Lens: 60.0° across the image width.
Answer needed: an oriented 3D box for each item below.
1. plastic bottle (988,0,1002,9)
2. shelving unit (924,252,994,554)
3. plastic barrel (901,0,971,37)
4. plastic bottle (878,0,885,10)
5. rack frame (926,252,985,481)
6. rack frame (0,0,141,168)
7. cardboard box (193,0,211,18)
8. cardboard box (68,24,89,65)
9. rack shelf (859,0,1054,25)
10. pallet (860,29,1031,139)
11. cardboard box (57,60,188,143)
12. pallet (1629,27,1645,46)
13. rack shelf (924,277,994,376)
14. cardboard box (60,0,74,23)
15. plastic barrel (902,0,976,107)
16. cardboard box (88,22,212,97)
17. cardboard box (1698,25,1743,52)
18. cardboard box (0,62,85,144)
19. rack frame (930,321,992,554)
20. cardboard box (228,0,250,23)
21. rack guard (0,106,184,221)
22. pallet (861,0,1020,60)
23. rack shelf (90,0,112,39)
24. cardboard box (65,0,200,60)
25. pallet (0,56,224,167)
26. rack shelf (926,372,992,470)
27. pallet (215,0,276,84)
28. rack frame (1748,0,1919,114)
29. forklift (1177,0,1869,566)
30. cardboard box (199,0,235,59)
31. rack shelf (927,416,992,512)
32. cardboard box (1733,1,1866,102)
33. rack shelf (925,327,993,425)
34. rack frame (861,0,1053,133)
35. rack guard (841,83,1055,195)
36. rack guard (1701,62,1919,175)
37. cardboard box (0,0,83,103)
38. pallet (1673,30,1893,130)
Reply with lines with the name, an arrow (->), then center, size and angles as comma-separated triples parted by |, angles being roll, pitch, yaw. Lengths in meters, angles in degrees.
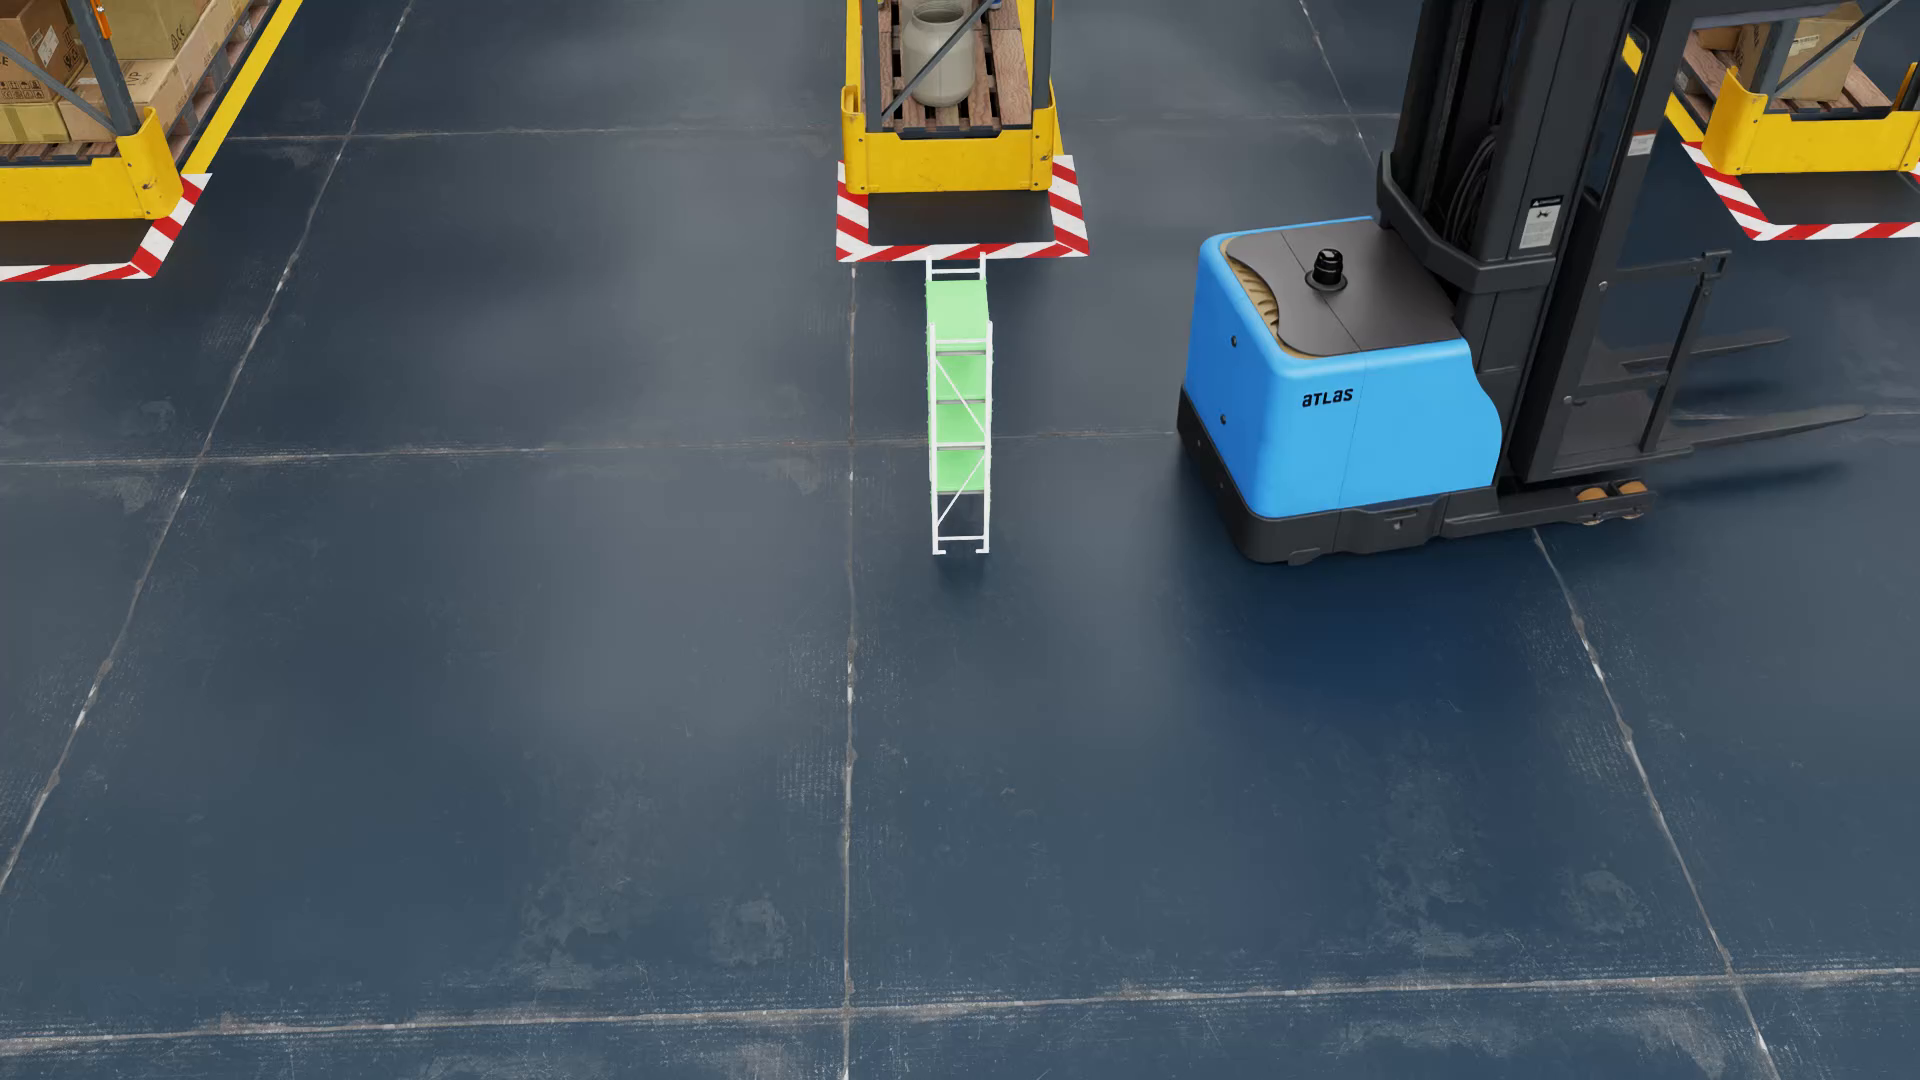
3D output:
plastic bottle -> 0.218, -3.525, 10.569 | 0.097, 0.271, 0.097 | 0, 43, 0
shelving unit -> -0.007, -0.554, 6.966 | 0.258, 1.200, 0.503 | -2, 43, -2
plastic barrel -> -0.142, -3.154, 10.001 | 0.421, 0.512, 0.421 | 0, 43, 0
plastic bottle -> -0.532, -3.494, 10.587 | 0.097, 0.201, 0.097 | 0, 43, 0
rack frame -> -0.017, -0.719, 7.146 | 0.240, 1.200, 0.015 | -2, 43, -2
rack frame -> -4.965, -2.996, 8.299 | 1.000, 3.000, 0.127 | -2, 43, -2
cardboard box -> -4.823, -3.457, 9.970 | 0.500, 0.500, 0.500 | -2, 43, -2
cardboard box -> -5.317, -2.828, 9.839 | 0.500, 0.250, 0.500 | -2, 43, -2
rack shelf -> -0.101, -4.221, 10.167 | 1.077, 0.370, 4.000 | -2, 43, -2
pallet -> -0.096, -2.706, 10.046 | 1.003, 0.211, 1.213 | -2, 43, -2
cardboard box -> -4.766, -2.506, 9.488 | 0.500, 0.250, 0.500 | -2, 43, -2
pallet -> 4.881, -3.672, 11.100 | 1.003, 0.211, 1.213 | -2, 43, -2
rack shelf -> -0.007, -0.861, 6.685 | 0.258, 0.148, 0.480 | -2, 43, -2
cardboard box -> -5.343, -3.442, 9.954 | 0.500, 0.500, 0.500 | -2, 43, -2
plastic barrel -> -0.121, -2.815, 9.632 | 0.421, 0.512, 0.421 | 0, 43, 0
cardboard box -> -4.791, -2.843, 9.856 | 0.500, 0.250, 0.500 | -2, 43, -2
cardboard box -> 4.863, -3.336, 10.208 | 0.500, 0.500, 0.500 | 9, 43, 9
cardboard box -> -5.283, -2.491, 9.472 | 0.500, 0.250, 0.500 | -2, 43, -2
rack frame -> 0.003, -0.389, 6.787 | 0.240, 1.200, 0.015 | -2, 43, -2
cardboard box -> -4.828, -3.518, 10.593 | 0.500, 0.250, 0.500 | -2, 43, -2
rack guard -> -4.964, -2.058, 9.126 | 1.175, 0.500, 0.348 | -2, 43, -2
pallet -> -0.145, -3.528, 10.943 | 1.003, 0.211, 1.213 | -2, 43, -2
rack shelf -> -5.050, -4.081, 10.015 | 1.077, 0.370, 4.000 | -2, 43, -2
cardboard box -> -4.789, -3.120, 9.603 | 0.500, 0.500, 0.500 | -2, 43, -2
pallet -> -5.040, -2.483, 9.803 | 1.003, 0.211, 1.213 | -2, 43, -2
rack shelf -> -0.007, -0.507, 7.010 | 0.258, 0.148, 0.480 | -2, 43, -2
pallet -> -5.088, -3.305, 10.699 | 1.003, 0.211, 1.213 | -2, 43, -2
rack frame -> 4.932, -3.278, 8.606 | 1.000, 3.000, 0.127 | -2, 43, -2
forklift -> 2.578, -1.486, 6.702 | 3.031, 2.935, 1.130 | -9, 43, -9
cardboard box -> -4.812, -3.181, 10.224 | 0.500, 0.250, 0.500 | -2, 43, -2
rack shelf -> -0.007, -0.330, 7.172 | 0.258, 0.148, 0.480 | -2, 43, -2
cardboard box -> 4.922, -2.933, 9.769 | 0.500, 0.500, 0.500 | 6, 43, 6
rack shelf -> -0.007, -0.684, 6.847 | 0.258, 0.148, 0.480 | -2, 43, -2
rack frame -> -0.016, -3.136, 8.451 | 1.000, 3.000, 0.127 | -2, 43, -2
rack guard -> -0.067, -2.264, 9.350 | 1.175, 0.500, 0.348 | -2, 43, -2
rack guard -> 4.929, -2.408, 9.507 | 1.175, 0.500, 0.348 | -2, 43, -2
cardboard box -> -5.285, -2.767, 9.218 | 0.500, 0.500, 0.500 | -2, 43, -2
pallet -> 4.930, -2.851, 10.204 | 1.003, 0.211, 1.213 | -2, 43, -2
